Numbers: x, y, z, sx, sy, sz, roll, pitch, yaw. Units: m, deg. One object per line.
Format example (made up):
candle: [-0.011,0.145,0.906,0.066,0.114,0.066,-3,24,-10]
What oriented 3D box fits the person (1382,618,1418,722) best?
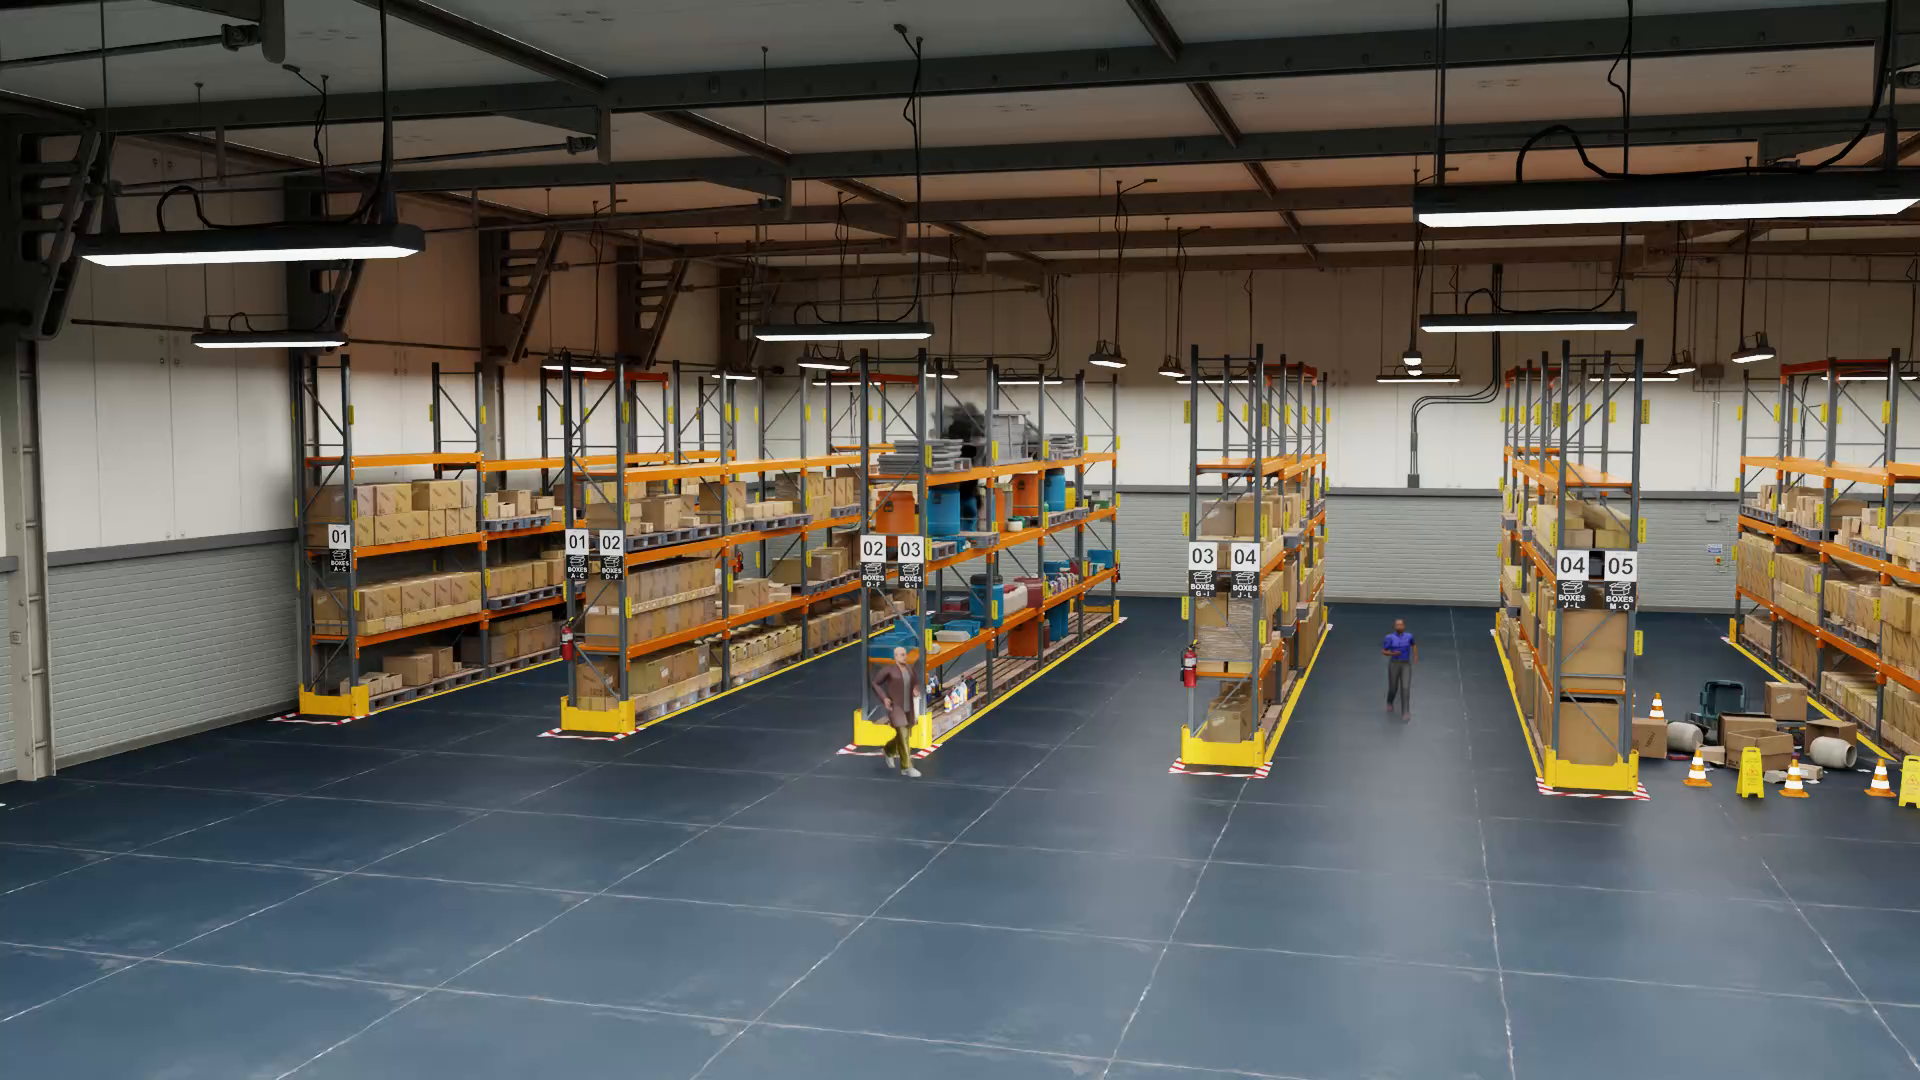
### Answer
person: [7.241,2.106,27.359,0.589,1.601,1.034,1,4,8]

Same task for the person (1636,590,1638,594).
person: [14.187,1.445,35.771,0.643,1.798,0.746,1,4,14]

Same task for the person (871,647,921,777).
person: [-0.835,2.364,23.165,0.722,1.765,0.930,-4,6,-42]
